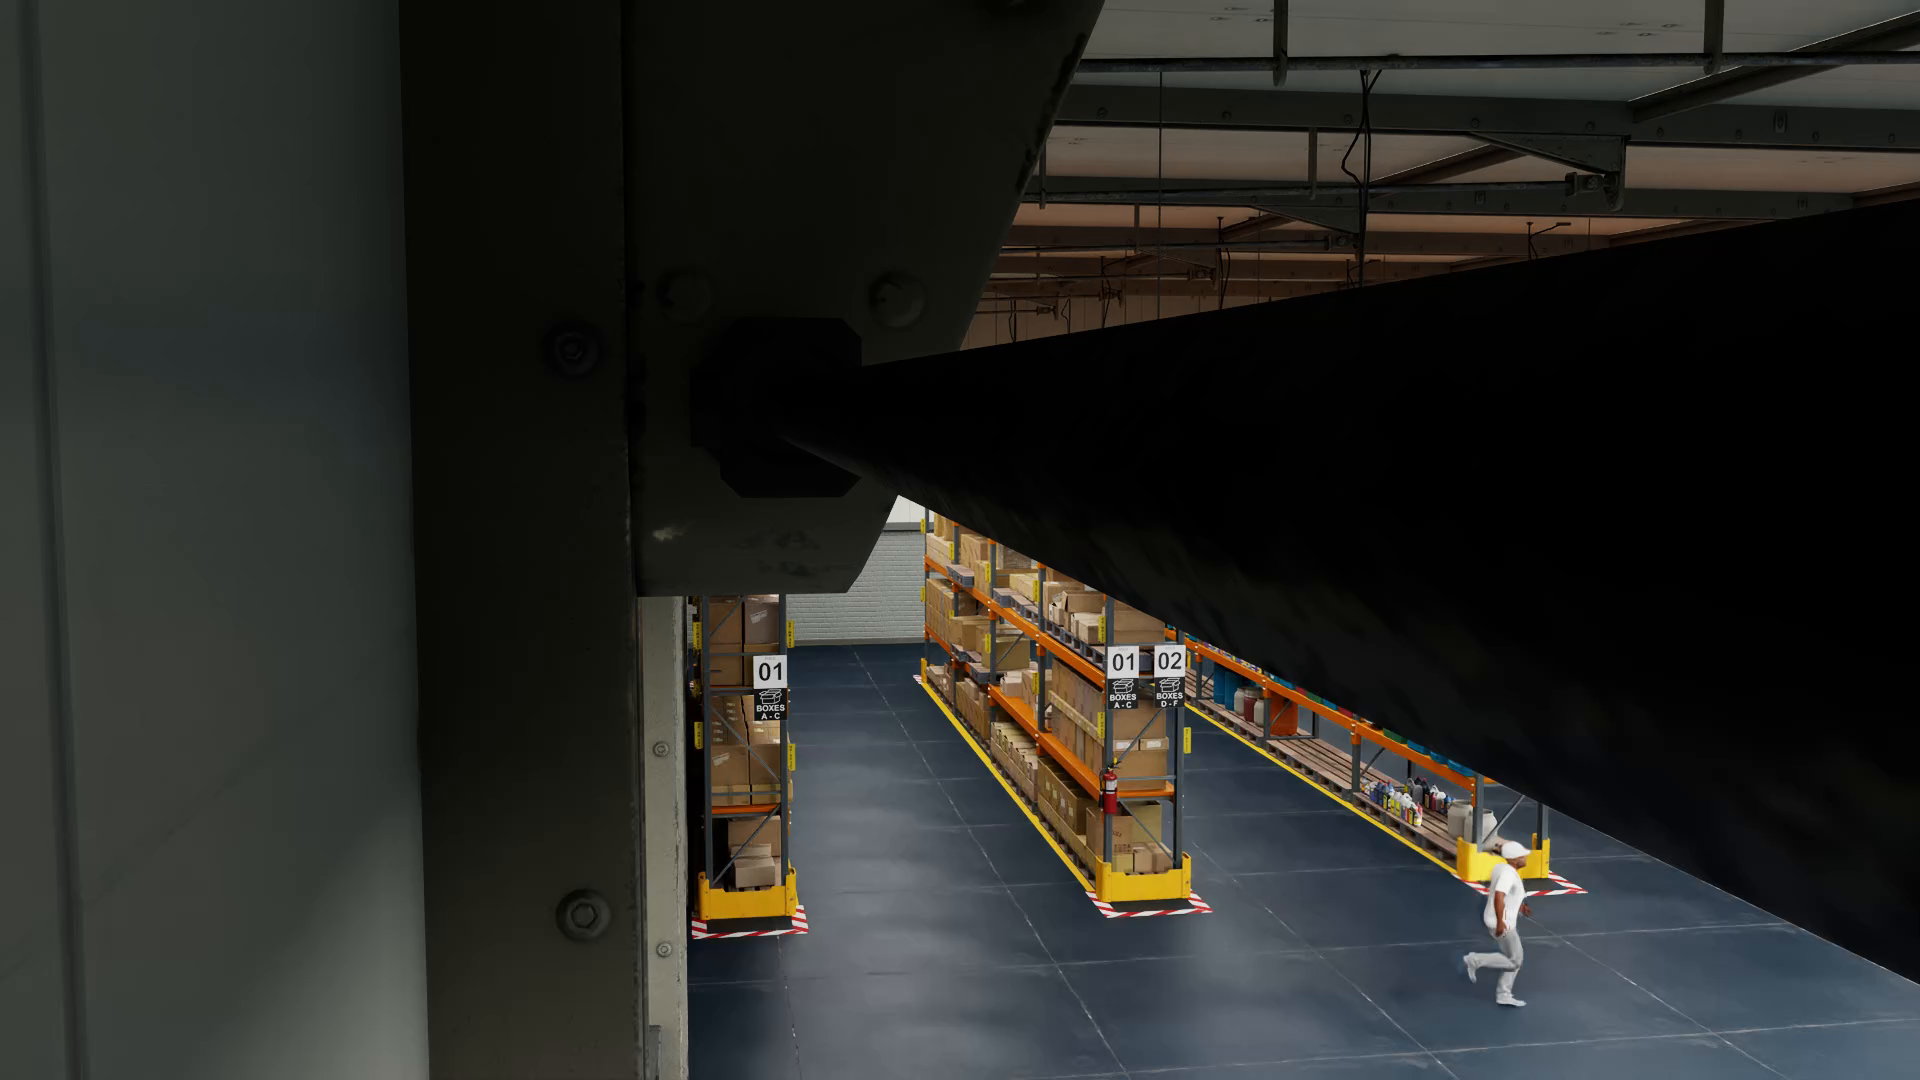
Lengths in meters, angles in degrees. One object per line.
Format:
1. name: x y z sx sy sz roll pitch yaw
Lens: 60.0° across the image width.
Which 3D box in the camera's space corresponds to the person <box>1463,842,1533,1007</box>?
1. person: 5.589 3.978 17.247 0.702 1.718 0.739 1 5 11
